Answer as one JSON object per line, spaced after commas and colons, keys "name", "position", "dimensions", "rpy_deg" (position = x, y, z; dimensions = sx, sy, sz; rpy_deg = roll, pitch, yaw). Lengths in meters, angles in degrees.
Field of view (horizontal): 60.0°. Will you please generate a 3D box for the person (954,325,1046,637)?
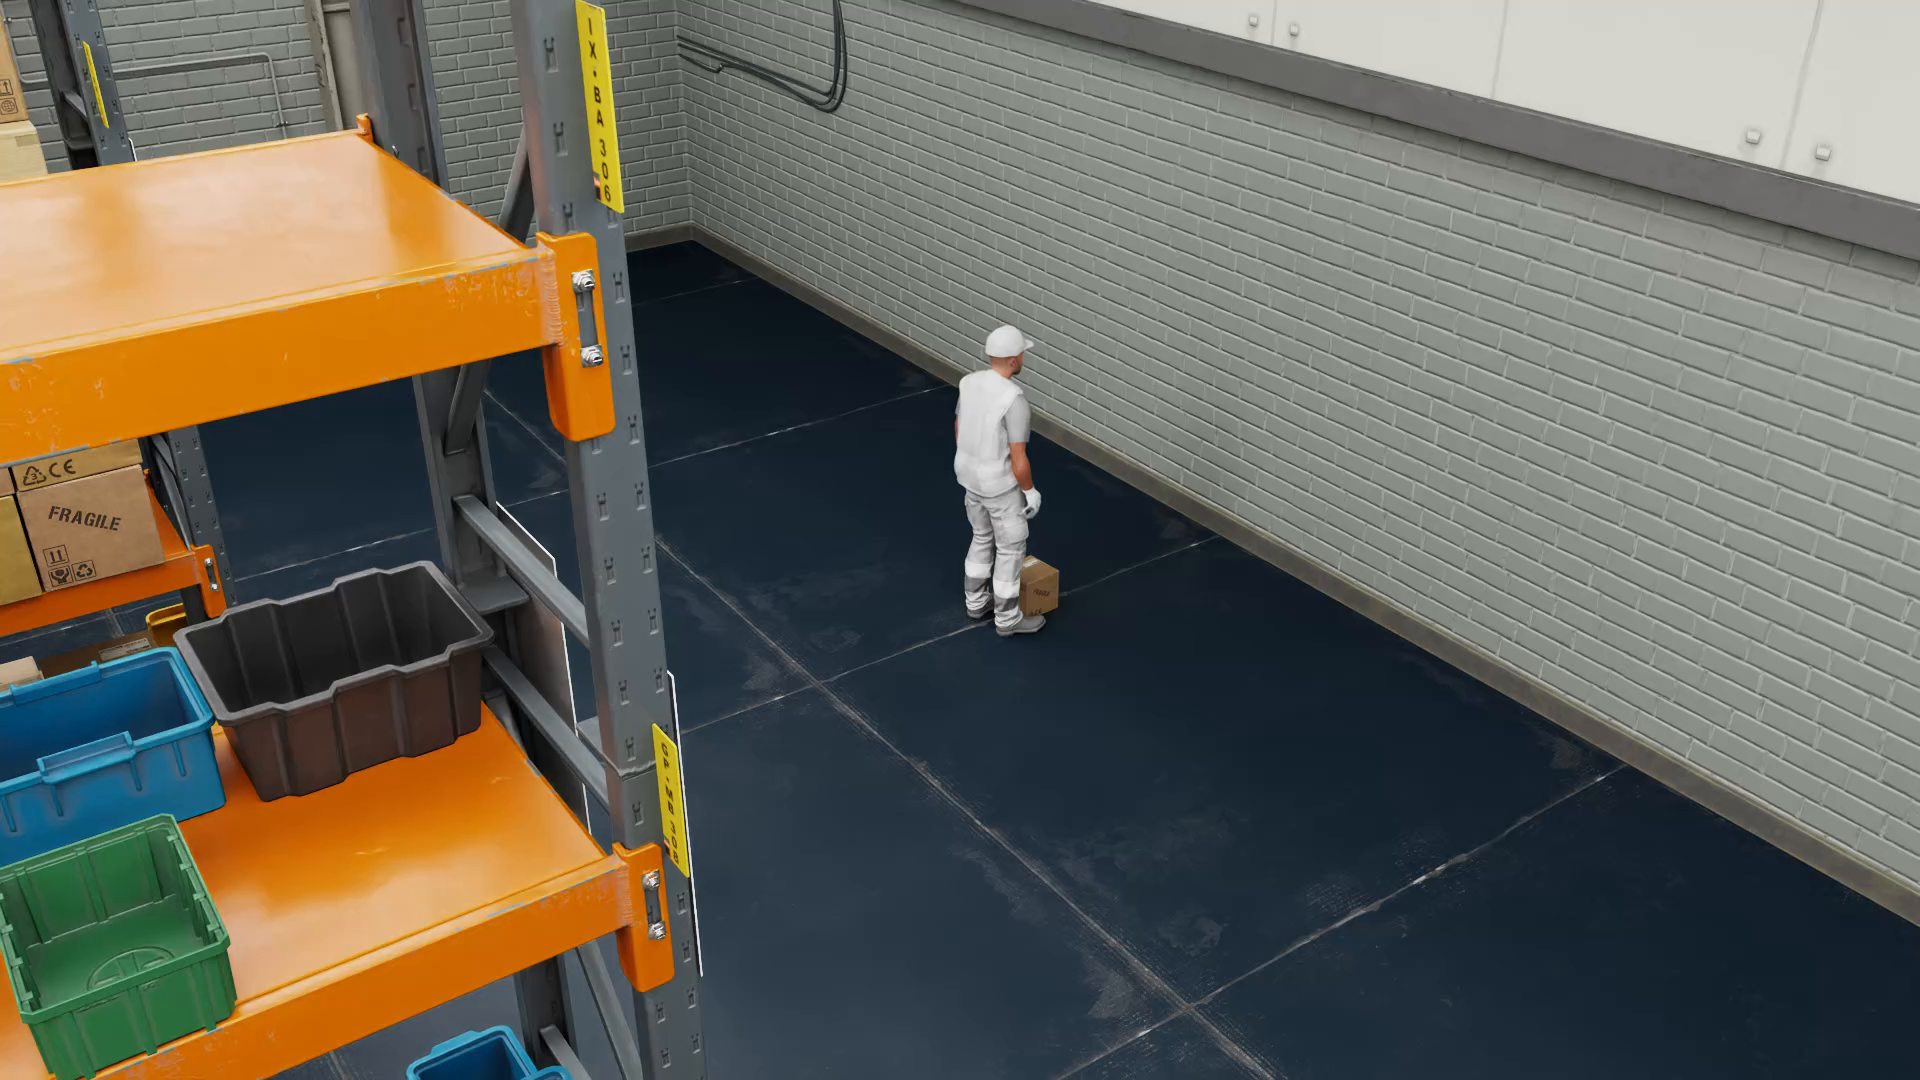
{"name": "person", "position": [0.215, -0.333, 9.284], "dimensions": [0.452, 1.777, 0.621], "rpy_deg": [-20, 34, -32]}
